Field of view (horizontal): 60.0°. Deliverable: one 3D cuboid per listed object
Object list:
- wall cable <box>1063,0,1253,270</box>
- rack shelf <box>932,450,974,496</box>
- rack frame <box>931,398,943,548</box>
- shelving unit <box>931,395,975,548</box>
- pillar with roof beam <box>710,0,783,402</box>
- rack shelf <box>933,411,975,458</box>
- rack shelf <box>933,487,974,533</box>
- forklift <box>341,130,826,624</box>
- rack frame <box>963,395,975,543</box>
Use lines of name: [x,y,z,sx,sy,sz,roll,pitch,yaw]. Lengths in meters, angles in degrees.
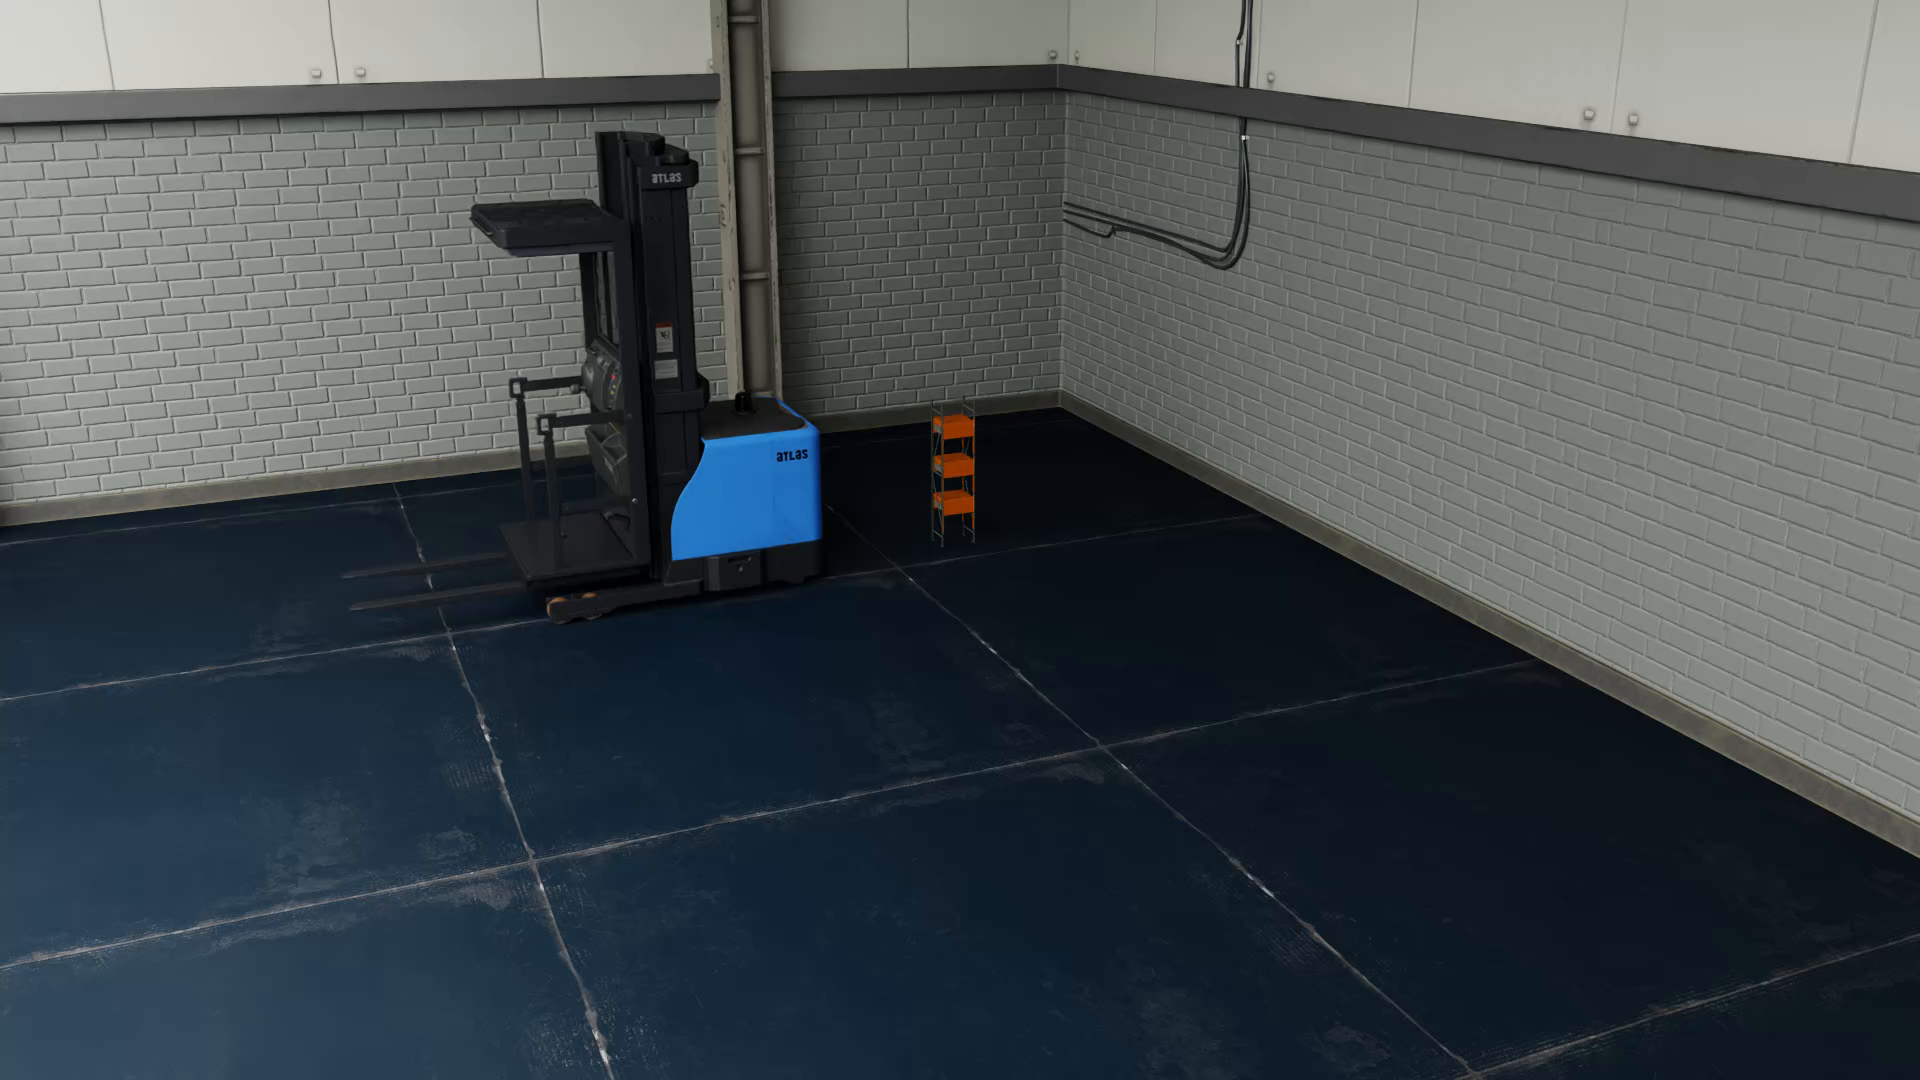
wall cable: [1.483,-3.586,13.331,0.112,2.526,3.097,-8,21,-22]
rack shelf: [-0.049,-0.478,11.831,0.240,0.259,0.215,-8,21,-22]
rack frame: [-0.161,-0.472,11.782,0.008,1.050,0.200,-8,21,-22]
shelving unit: [-0.049,-0.488,11.828,0.252,1.050,0.215,-8,21,-22]
pillar with roof beam: [-0.041,-3.753,9.132,0.400,9.000,9.100,-8,21,-22]
rack shelf: [-0.049,-0.746,11.737,0.240,0.259,0.215,-8,21,-22]
rack shelf: [-0.049,-0.216,11.923,0.240,0.259,0.215,-8,21,-22]
forklift: [-2.469,-1.051,10.593,3.031,2.935,1.130,-8,21,-22]
rack frame: [0.063,-0.504,11.873,0.008,1.050,0.200,-8,21,-22]
